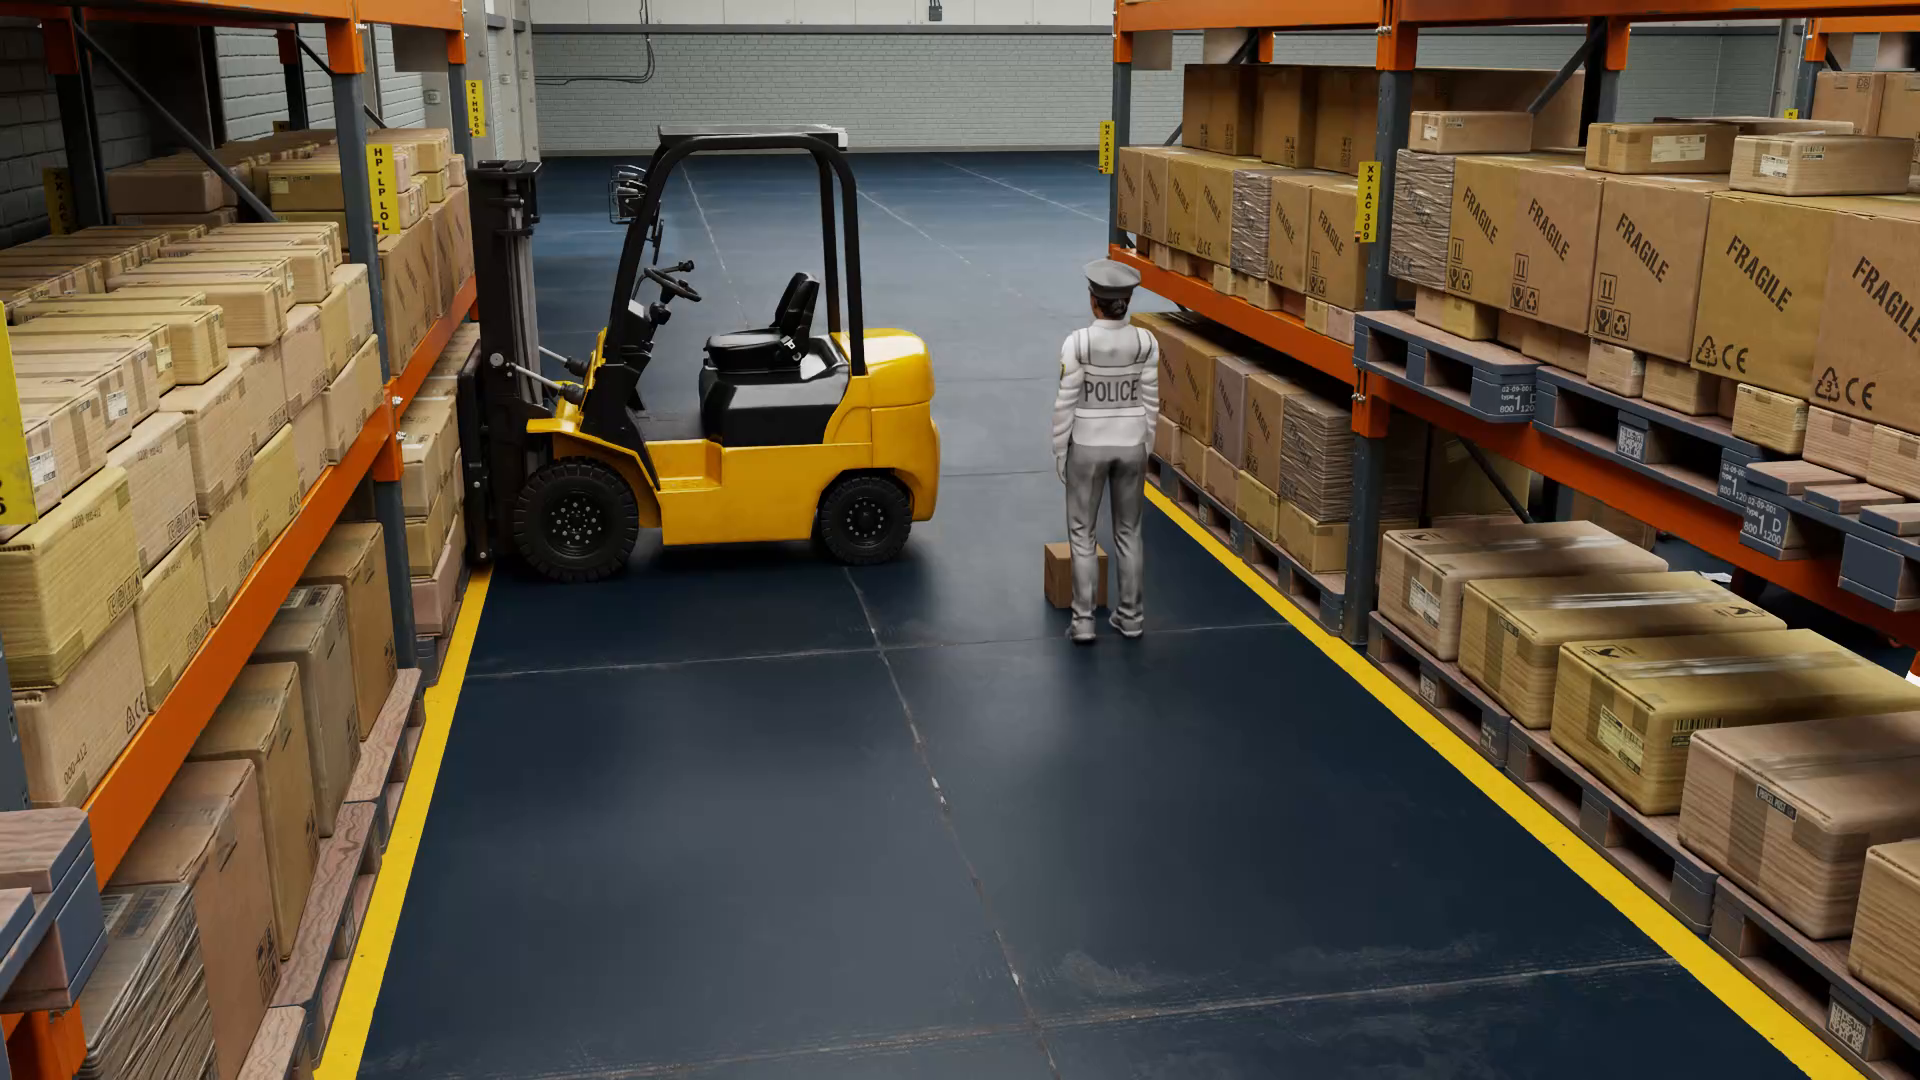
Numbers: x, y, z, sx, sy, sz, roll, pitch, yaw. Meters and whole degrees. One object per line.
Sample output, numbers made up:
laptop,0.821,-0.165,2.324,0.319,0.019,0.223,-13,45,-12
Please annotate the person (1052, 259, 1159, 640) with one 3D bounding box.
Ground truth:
person,0.632,-0.364,7.319,0.466,1.723,0.343,-3,17,-9
